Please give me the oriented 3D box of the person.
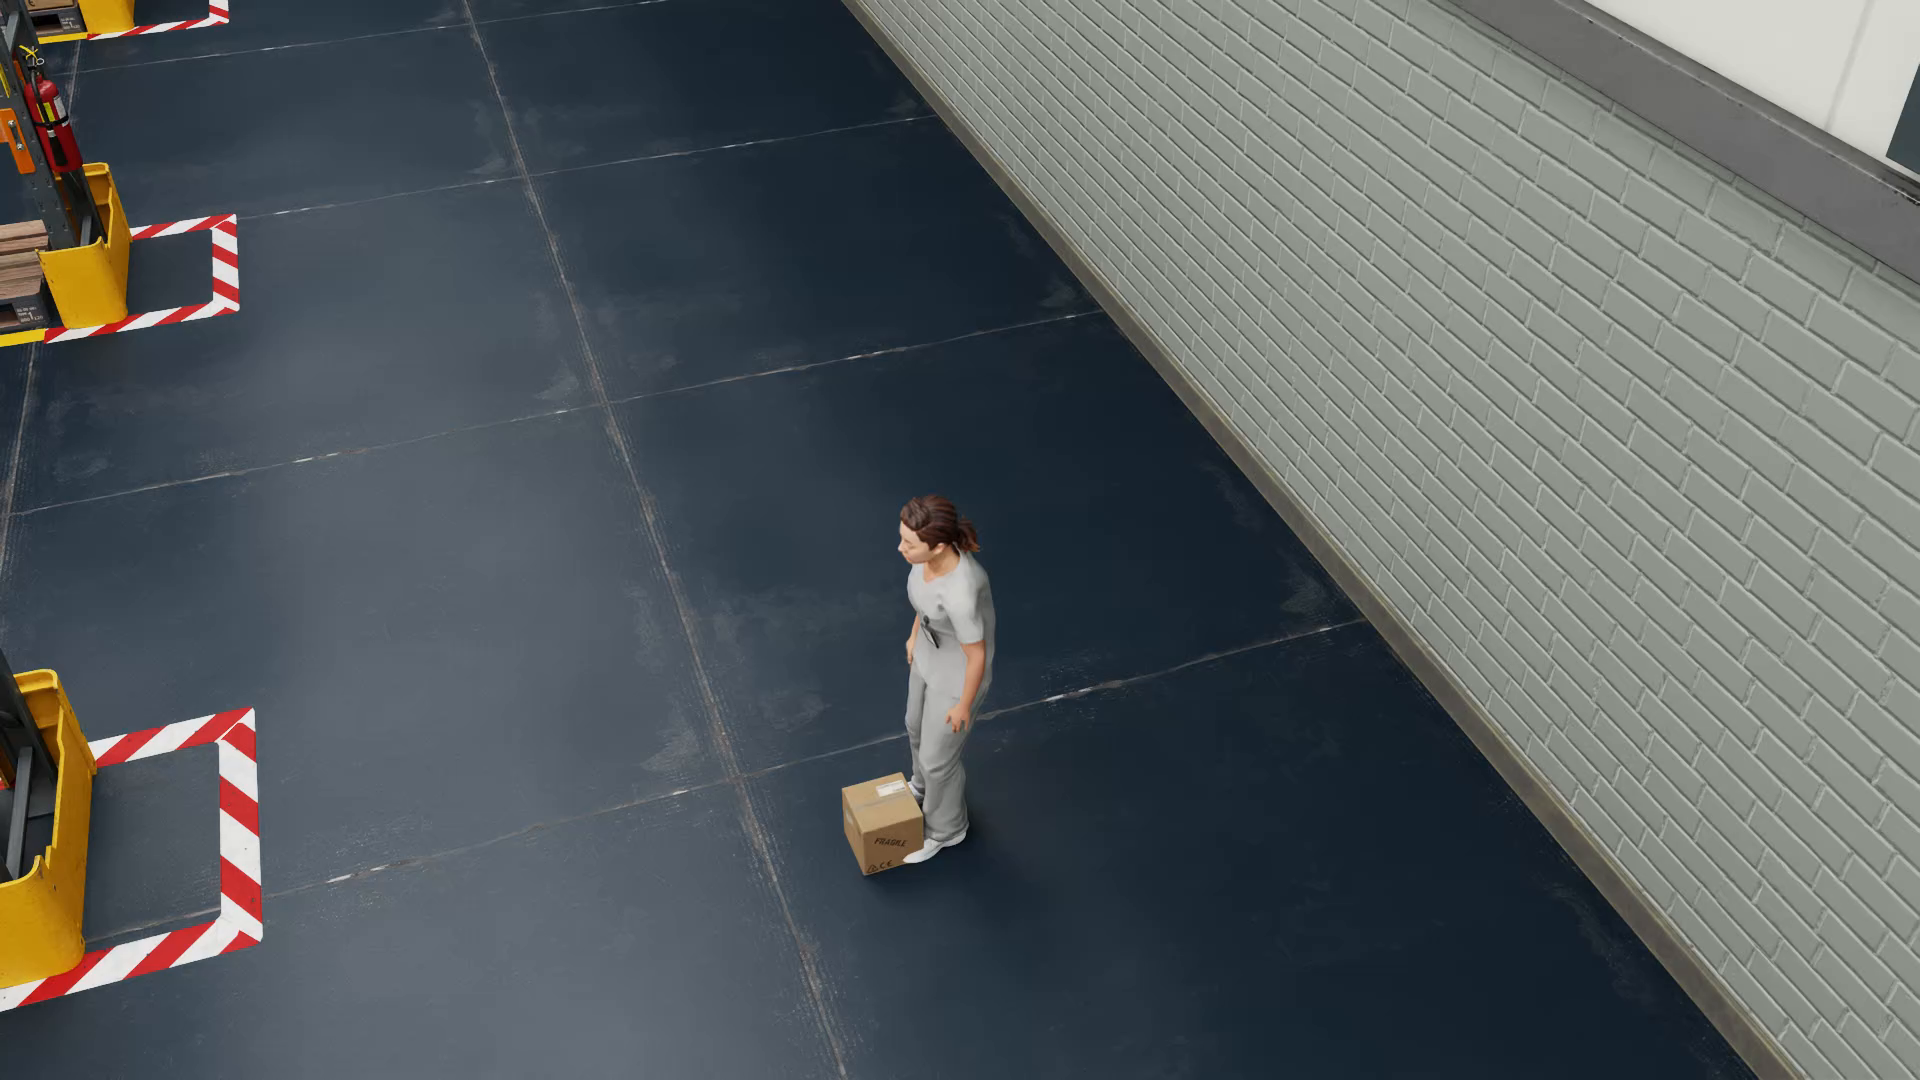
[{"bbox_3d":[-0.095,0.498,6.145,0.416,1.671,0.502,-15,40,-18],"label":"person"}]
